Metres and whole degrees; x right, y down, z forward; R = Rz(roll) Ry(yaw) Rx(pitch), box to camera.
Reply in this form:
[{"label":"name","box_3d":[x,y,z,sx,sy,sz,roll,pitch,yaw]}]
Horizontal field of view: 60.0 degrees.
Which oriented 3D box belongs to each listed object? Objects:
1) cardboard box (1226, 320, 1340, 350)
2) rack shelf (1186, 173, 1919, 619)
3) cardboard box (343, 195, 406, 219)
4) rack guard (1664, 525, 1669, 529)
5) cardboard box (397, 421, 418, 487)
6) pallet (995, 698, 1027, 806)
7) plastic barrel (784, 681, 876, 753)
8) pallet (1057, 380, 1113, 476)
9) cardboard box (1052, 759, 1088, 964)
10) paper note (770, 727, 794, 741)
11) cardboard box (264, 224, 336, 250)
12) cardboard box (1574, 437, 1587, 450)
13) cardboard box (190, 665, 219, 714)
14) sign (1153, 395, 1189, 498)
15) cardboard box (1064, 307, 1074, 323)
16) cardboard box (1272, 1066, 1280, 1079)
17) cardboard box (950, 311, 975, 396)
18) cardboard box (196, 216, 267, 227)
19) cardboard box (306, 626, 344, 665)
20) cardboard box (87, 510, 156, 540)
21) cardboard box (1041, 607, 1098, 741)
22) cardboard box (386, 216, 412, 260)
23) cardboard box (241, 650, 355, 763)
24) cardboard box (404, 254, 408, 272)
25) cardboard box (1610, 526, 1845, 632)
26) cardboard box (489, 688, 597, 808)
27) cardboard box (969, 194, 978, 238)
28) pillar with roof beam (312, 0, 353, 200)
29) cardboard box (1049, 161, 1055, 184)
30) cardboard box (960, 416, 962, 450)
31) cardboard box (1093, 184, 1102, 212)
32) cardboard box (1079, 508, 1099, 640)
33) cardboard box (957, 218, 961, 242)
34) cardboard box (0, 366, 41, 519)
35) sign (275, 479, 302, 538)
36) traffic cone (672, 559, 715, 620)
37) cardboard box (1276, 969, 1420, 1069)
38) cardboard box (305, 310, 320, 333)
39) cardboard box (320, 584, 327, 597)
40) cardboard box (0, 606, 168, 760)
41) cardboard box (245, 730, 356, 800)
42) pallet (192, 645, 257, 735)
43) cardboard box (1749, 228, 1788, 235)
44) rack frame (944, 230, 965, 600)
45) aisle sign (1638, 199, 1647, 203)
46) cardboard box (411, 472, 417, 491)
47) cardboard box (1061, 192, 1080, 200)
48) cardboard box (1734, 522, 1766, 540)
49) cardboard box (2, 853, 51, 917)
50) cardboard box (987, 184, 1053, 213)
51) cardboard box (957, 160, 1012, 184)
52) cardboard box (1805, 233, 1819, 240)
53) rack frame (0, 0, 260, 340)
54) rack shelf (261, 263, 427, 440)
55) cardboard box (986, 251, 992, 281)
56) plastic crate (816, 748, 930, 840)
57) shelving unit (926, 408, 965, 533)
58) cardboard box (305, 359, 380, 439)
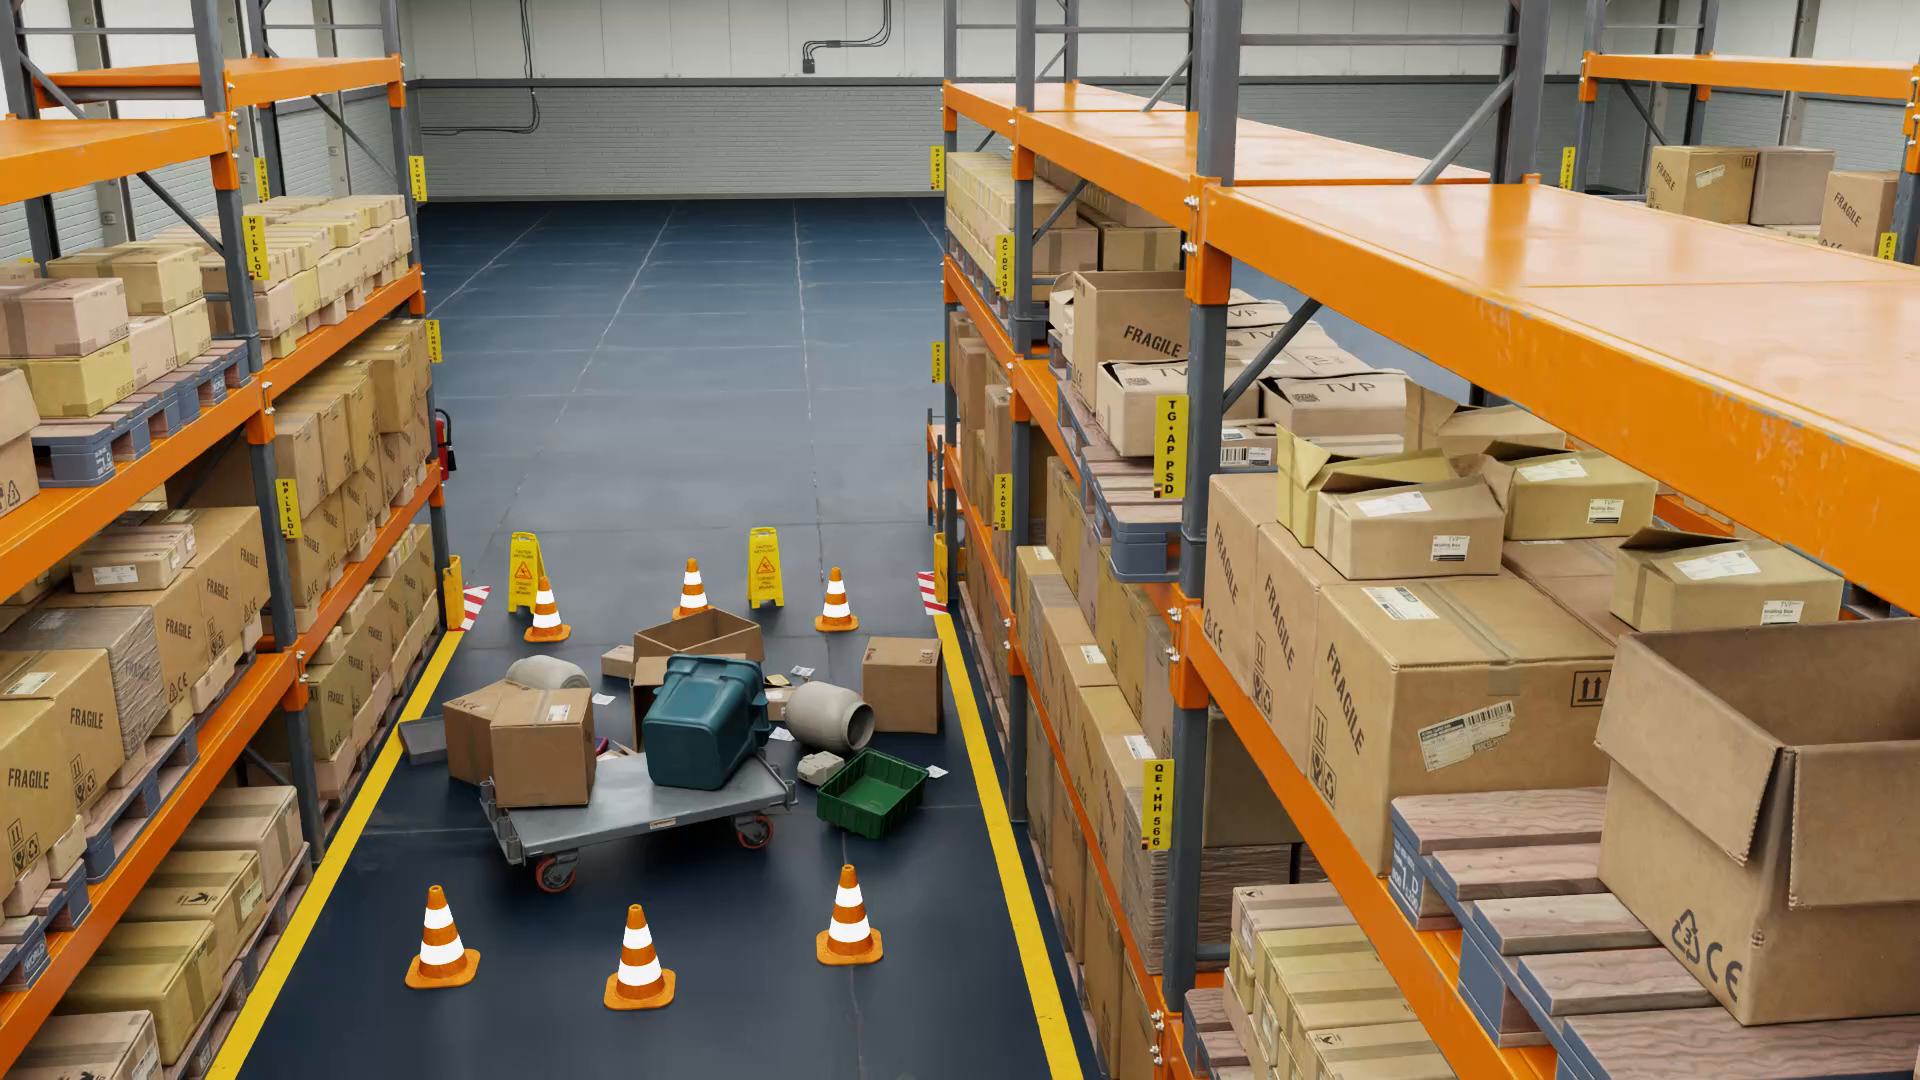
[{"label":"cardboard box","box_3d":[1.246,-0.748,6.899,0.500,0.311,0.500,-2,18,-7]},{"label":"rack shelf","box_3d":[1.413,-0.319,3.112,1.077,0.370,4.000,-2,18,-6]},{"label":"cardboard box","box_3d":[-4.203,-2.387,11.927,0.380,0.149,0.250,-2,18,-5]},{"label":"rack guard","box_3d":[5.333,0.122,14.027,1.175,0.500,0.348,-2,18,-6]},{"label":"cardboard box","box_3d":[-4.155,-0.674,11.727,0.500,0.500,0.500,-2,18,-6]},{"label":"pallet","box_3d":[0.794,1.323,10.684,1.003,0.211,1.213,-2,18,-6]},{"label":"plastic barrel","box_3d":[-0.849,1.160,10.849,0.512,0.421,0.421,11,21,32]},{"label":"pallet","box_3d":[0.969,-0.451,6.987,1.003,0.211,1.213,-1,17,-3]},{"label":"cardboard box","box_3d":[1.043,1.564,8.315,1.050,0.750,0.750,-2,18,-6]},{"label":"paper note","box_3d":[-1.166,1.294,11.092,0.172,0.023,0.155,4,18,13]},{"label":"cardboard box","box_3d":[-4.069,-1.852,10.221,0.380,0.149,0.250,-1,17,-5]},{"label":"cardboard box","box_3d":[5.125,-0.806,13.230,0.380,0.149,0.250,-2,18,-6]},{"label":"cardboard box","box_3d":[-3.690,0.699,7.733,0.380,0.149,0.250,-2,18,-5]},{"label":"sign","box_3d":[0.654,-0.288,5.156,0.100,0.325,0.005,-2,18,-6]},{"label":"cardboard box","box_3d":[0.654,-1.021,8.039,0.250,0.149,0.380,-2,18,-6]},{"label":"cardboard box","box_3d":[1.108,1.632,4.761,0.380,0.149,0.250,-1,17,-3]},{"label":"cardboard box","box_3d":[0.381,-1.445,12.793,0.875,0.550,0.550,-2,18,-6]},{"label":"cardboard box","box_3d":[-4.673,-1.988,10.653,0.380,0.149,0.250,-1,17,-4]},{"label":"cardboard box","box_3d":[-3.865,0.625,9.804,0.380,0.149,0.250,-2,17,-5]},{"label":"cardboard box","box_3d":[-4.356,0.163,8.358,0.500,0.500,0.500,-1,17,-4]},{"label":"cardboard box","box_3d":[0.683,0.638,8.043,0.500,0.500,0.500,-2,18,-6]},{"label":"cardboard box","box_3d":[-4.211,-2.145,11.819,0.500,0.250,0.500,-2,18,-6]},{"label":"cardboard box","box_3d":[-3.911,0.974,9.777,0.500,0.500,0.500,-1,17,-3]},{"label":"cardboard box","box_3d":[-4.217,-2.001,12.027,0.380,0.149,0.250,-2,18,-5]},{"label":"cardboard box","box_3d":[1.660,0.064,3.585,0.396,0.266,0.258,-2,18,-6]},{"label":"cardboard box","box_3d":[-2.352,1.172,9.419,0.500,0.500,0.500,-2,18,-6]},{"label":"cardboard box","box_3d":[0.333,-2.117,10.864,0.500,0.250,0.500,-2,18,-6]},{"label":"pillar with roof beam","box_3d":[-8.486,-10.543,33.810,9.100,9.000,0.400,-2,18,-6]},{"label":"cardboard box","box_3d":[0.833,-2.592,11.712,0.380,0.149,0.250,-1,17,-5]},{"label":"cardboard box","box_3d":[0.465,-0.933,12.963,0.875,0.550,0.550,-2,18,-6]},{"label":"cardboard box","box_3d":[1.015,-2.064,10.030,0.380,0.149,0.250,-2,18,-7]},{"label":"cardboard box","box_3d":[0.958,0.148,7.934,0.700,0.500,0.500,-2,18,-5]},{"label":"cardboard box","box_3d":[0.177,-2.192,11.766,0.380,0.149,0.250,-2,18,-5]},{"label":"cardboard box","box_3d":[-3.892,-0.338,6.138,0.797,0.503,0.637,-2,18,-6]},{"label":"sign","box_3d":[-3.567,-0.166,8.839,0.100,0.325,0.005,-2,18,-6]},{"label":"traffic cone","box_3d":[-2.135,0.376,13.281,0.336,0.463,0.334,-2,18,-6]},{"label":"cardboard box","box_3d":[1.113,1.346,4.681,0.380,0.149,0.250,-2,18,-6]},{"label":"cardboard box","box_3d":[-4.017,-1.313,9.837,0.380,0.149,0.250,-2,18,-7]},{"label":"cardboard box","box_3d":[-3.968,0.269,9.806,0.380,0.149,0.250,-2,18,-6]},{"label":"cardboard box","box_3d":[-3.689,0.603,6.958,0.500,0.500,0.500,-2,18,-8]},{"label":"cardboard box","box_3d":[-3.911,1.332,9.889,0.500,0.250,0.500,-3,18,-8]},{"label":"pallet","box_3d":[-4.185,0.728,8.243,1.003,0.211,1.213,-2,18,-6]},{"label":"cardboard box","box_3d":[5.336,-2.015,11.237,0.380,0.149,0.250,-2,18,-8]},{"label":"rack frame","box_3d":[0.382,-0.970,13.333,1.000,3.000,0.127,-2,18,-6]},{"label":"aisle sign","box_3d":[5.618,-2.362,13.424,0.394,0.787,0.004,-2,18,-6]},{"label":"cardboard box","box_3d":[-4.139,-0.414,11.979,0.380,0.149,0.250,-2,18,-7]},{"label":"cardboard box","box_3d":[0.863,-2.134,10.917,0.500,0.250,0.500,-2,18,-5]},{"label":"cardboard box","box_3d":[5.305,-0.059,10.850,0.380,0.149,0.250,-2,18,-6]},{"label":"cardboard box","box_3d":[-3.533,1.245,5.995,0.380,0.149,0.250,-3,18,-9]},{"label":"cardboard box","box_3d":[0.363,-2.042,9.959,0.380,0.149,0.250,-1,17,-5]},{"label":"cardboard box","box_3d":[0.176,-2.575,11.655,0.380,0.149,0.250,-2,17,-5]},{"label":"cardboard box","box_3d":[5.839,-1.945,11.015,0.380,0.149,0.250,-2,18,-7]},{"label":"rack frame","box_3d":[-4.119,-2.458,8.055,1.000,3.000,0.127,-2,18,-6]},{"label":"rack shelf","box_3d":[-4.325,-1.279,10.510,1.077,0.370,4.000,-2,18,-6]},{"label":"cardboard box","box_3d":[0.358,-1.665,10.088,0.380,0.149,0.250,-2,18,-5]},{"label":"plastic crate","box_3d":[-0.527,1.524,9.986,0.450,0.188,0.662,18,23,19]},{"label":"shelving unit","box_3d":[0.001,-0.535,15.075,0.538,1.125,1.048,-2,18,-6]},{"label":"cardboard box","box_3d":[-4.149,-0.856,10.635,0.700,0.500,0.500,-2,18,-6]}]
